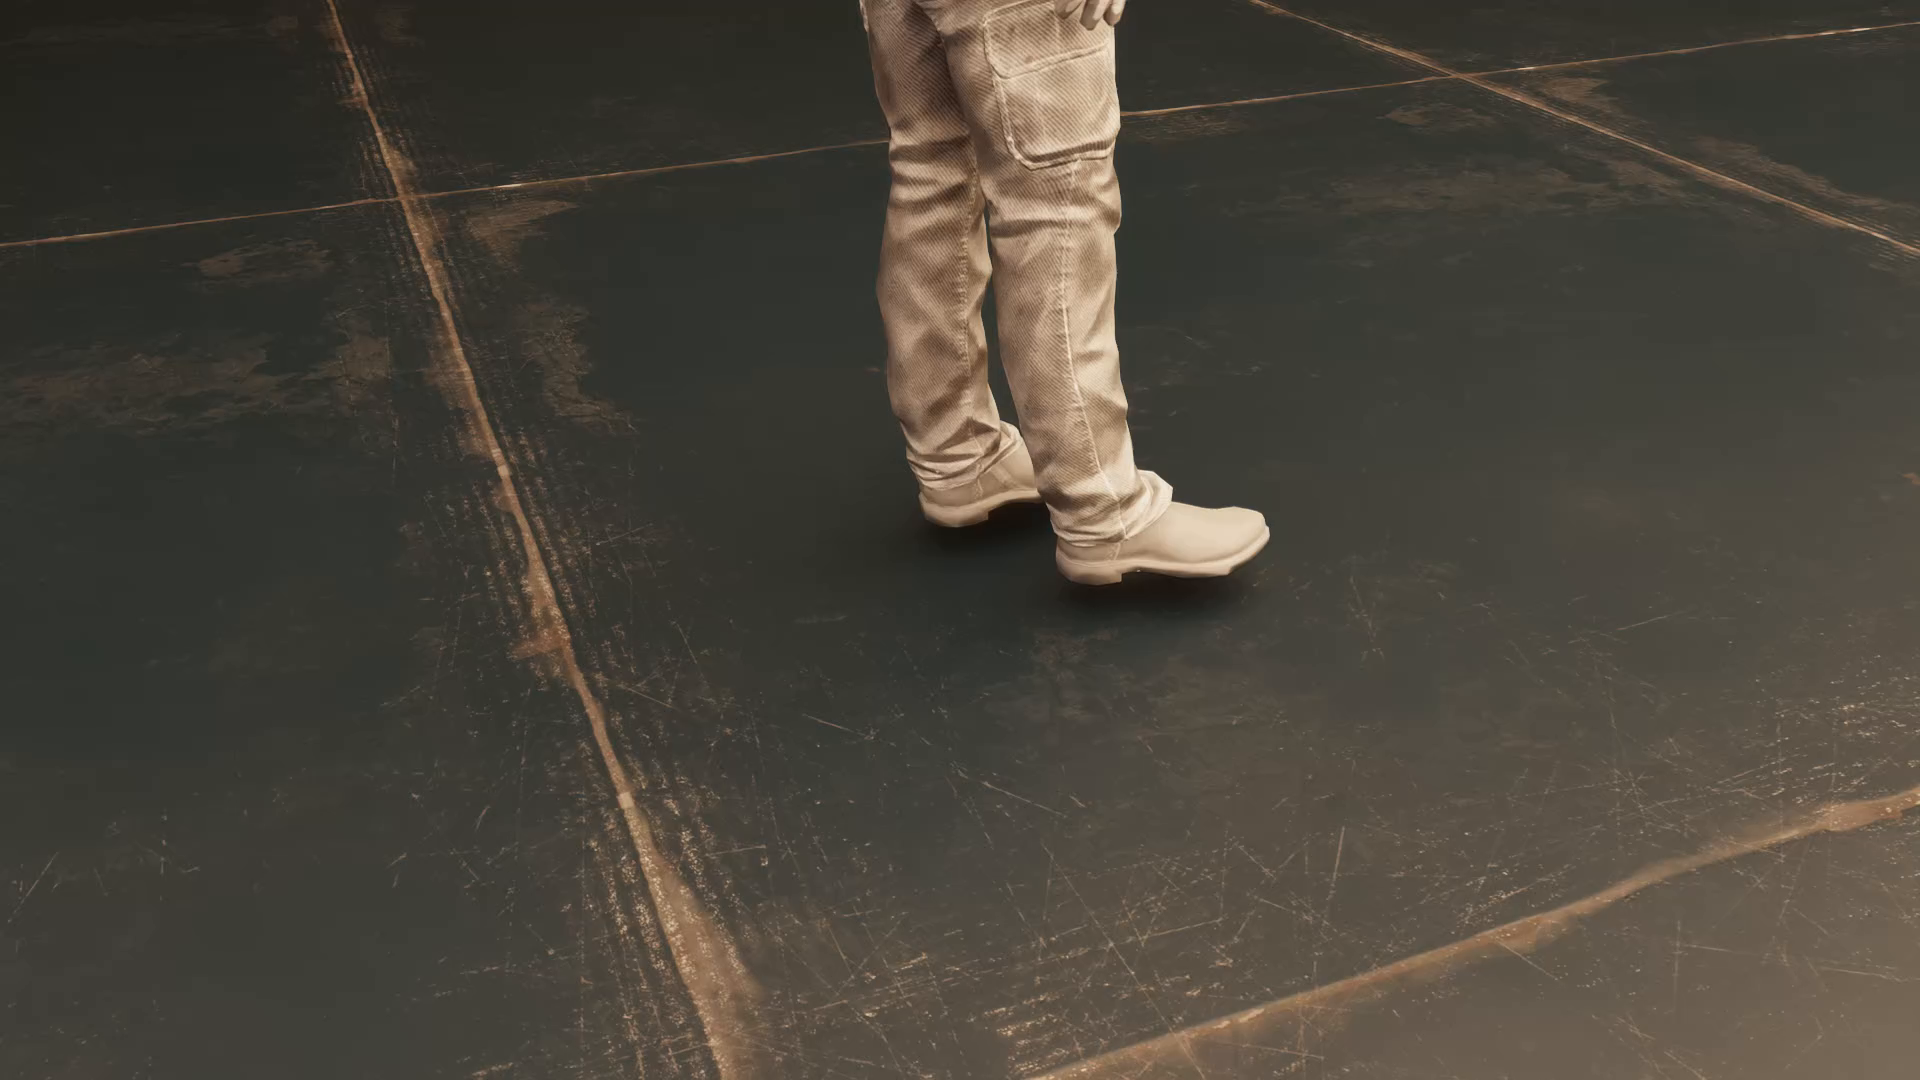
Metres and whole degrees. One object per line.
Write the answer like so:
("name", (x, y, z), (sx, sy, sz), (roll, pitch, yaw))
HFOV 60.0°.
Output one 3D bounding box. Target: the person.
("person", (0.070, -0.826, 2.052), (0.575, 1.784, 0.657), (-11, 32, -19))
